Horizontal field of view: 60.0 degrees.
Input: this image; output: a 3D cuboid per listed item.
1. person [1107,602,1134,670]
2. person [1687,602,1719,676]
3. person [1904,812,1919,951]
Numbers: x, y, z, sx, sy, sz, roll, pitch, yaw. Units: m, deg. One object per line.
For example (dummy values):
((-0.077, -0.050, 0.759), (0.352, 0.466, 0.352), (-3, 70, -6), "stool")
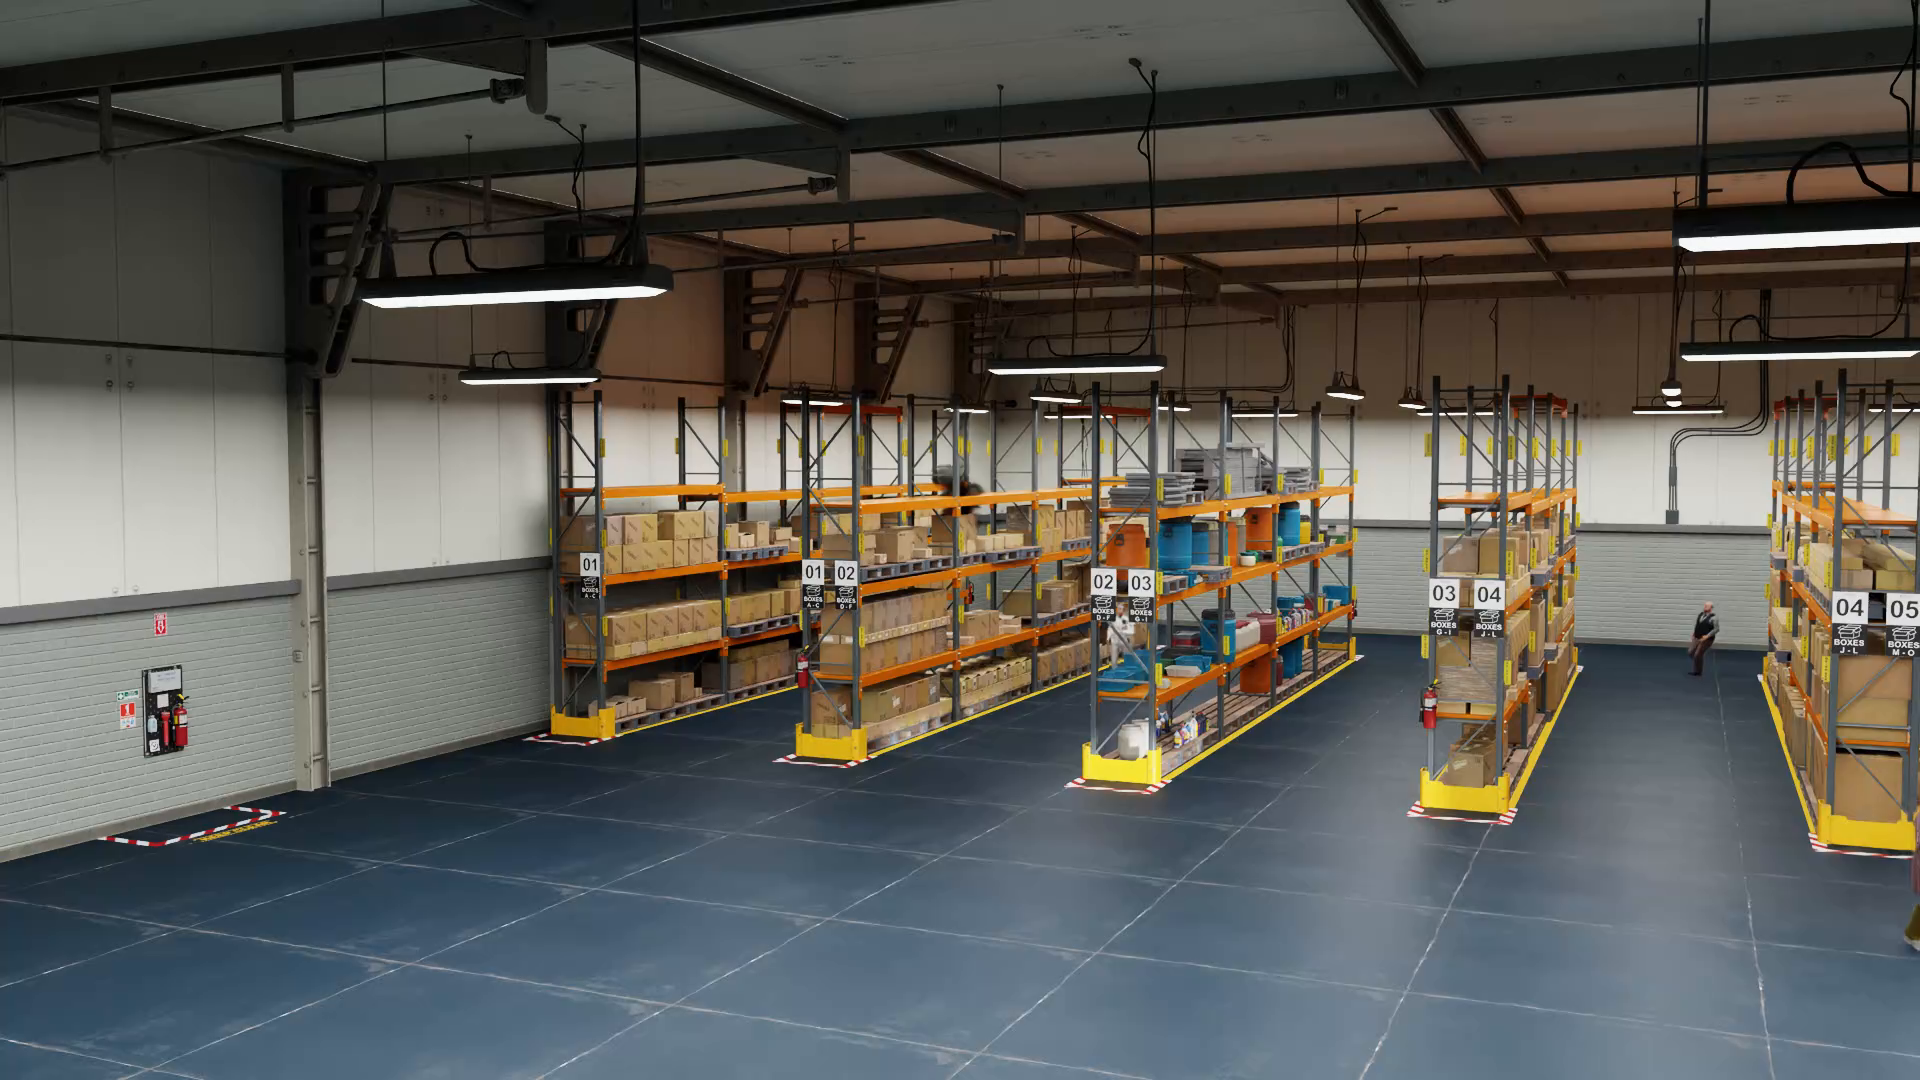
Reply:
((3.143, 2.072, 32.757), (0.580, 1.717, 0.824), (1, 3, 19), "person")
((16.266, 2.170, 36.406), (0.525, 1.648, 0.683), (-2, 4, -26), "person")
((9.629, 3.221, 16.308), (0.759, 1.726, 0.772), (-1, 3, -25), "person")
